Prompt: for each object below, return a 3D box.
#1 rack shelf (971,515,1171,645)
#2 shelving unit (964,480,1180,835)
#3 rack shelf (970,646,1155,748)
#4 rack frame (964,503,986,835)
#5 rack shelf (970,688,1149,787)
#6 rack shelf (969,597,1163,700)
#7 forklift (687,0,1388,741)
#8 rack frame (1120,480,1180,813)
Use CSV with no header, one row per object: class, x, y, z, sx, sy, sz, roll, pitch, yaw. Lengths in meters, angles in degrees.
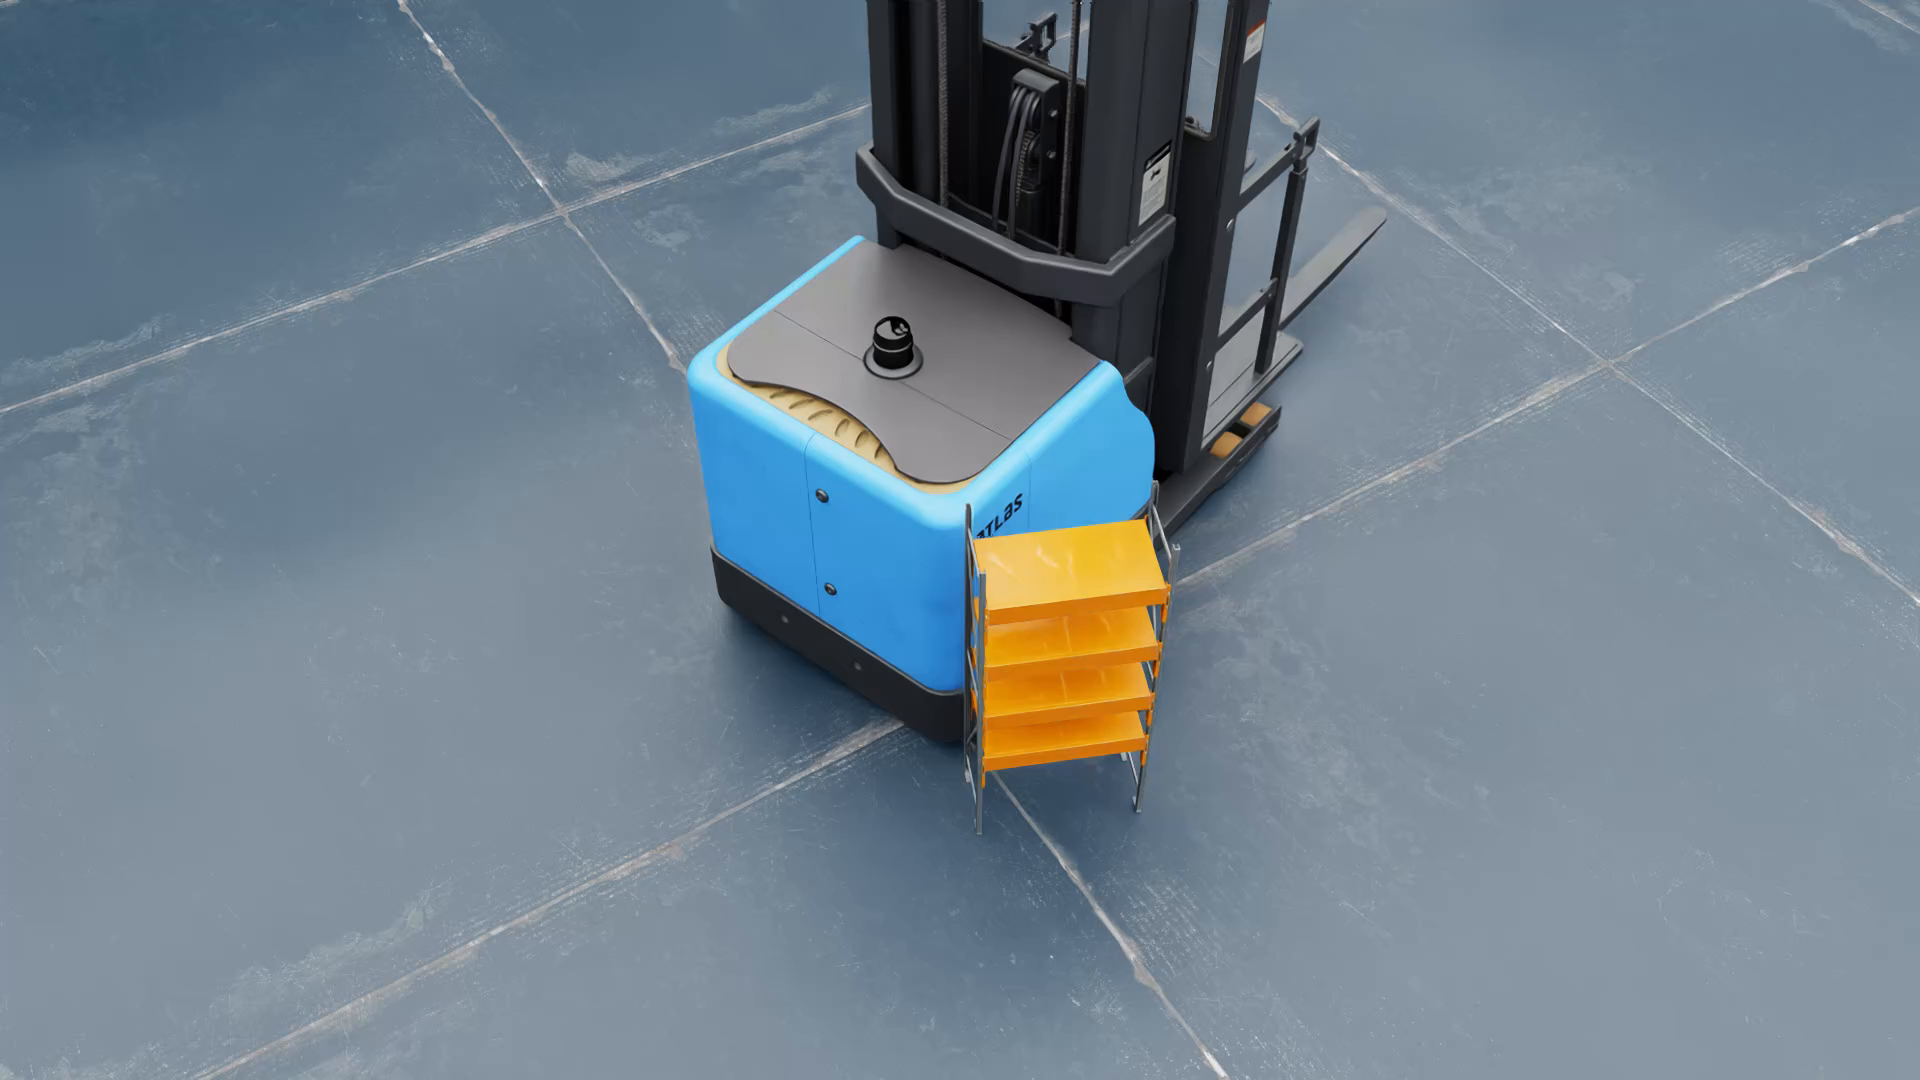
rack shelf,0.279,0.103,4.329,0.480,0.148,0.258,-7,49,-6
shelving unit,0.279,0.364,4.622,0.503,1.200,0.258,-7,49,-6
rack shelf,0.279,0.409,4.673,0.480,0.148,0.258,-7,49,-6
rack frame,0.038,0.393,4.596,0.015,1.200,0.240,-7,49,-6
rack shelf,0.279,0.541,4.821,0.480,0.148,0.258,-7,49,-6
rack shelf,0.279,0.260,4.506,0.480,0.148,0.258,-7,49,-6
forklift,0.504,-1.405,5.039,1.130,2.935,3.031,31,55,24
rack frame,0.520,0.335,4.648,0.015,1.200,0.240,-7,49,-6
